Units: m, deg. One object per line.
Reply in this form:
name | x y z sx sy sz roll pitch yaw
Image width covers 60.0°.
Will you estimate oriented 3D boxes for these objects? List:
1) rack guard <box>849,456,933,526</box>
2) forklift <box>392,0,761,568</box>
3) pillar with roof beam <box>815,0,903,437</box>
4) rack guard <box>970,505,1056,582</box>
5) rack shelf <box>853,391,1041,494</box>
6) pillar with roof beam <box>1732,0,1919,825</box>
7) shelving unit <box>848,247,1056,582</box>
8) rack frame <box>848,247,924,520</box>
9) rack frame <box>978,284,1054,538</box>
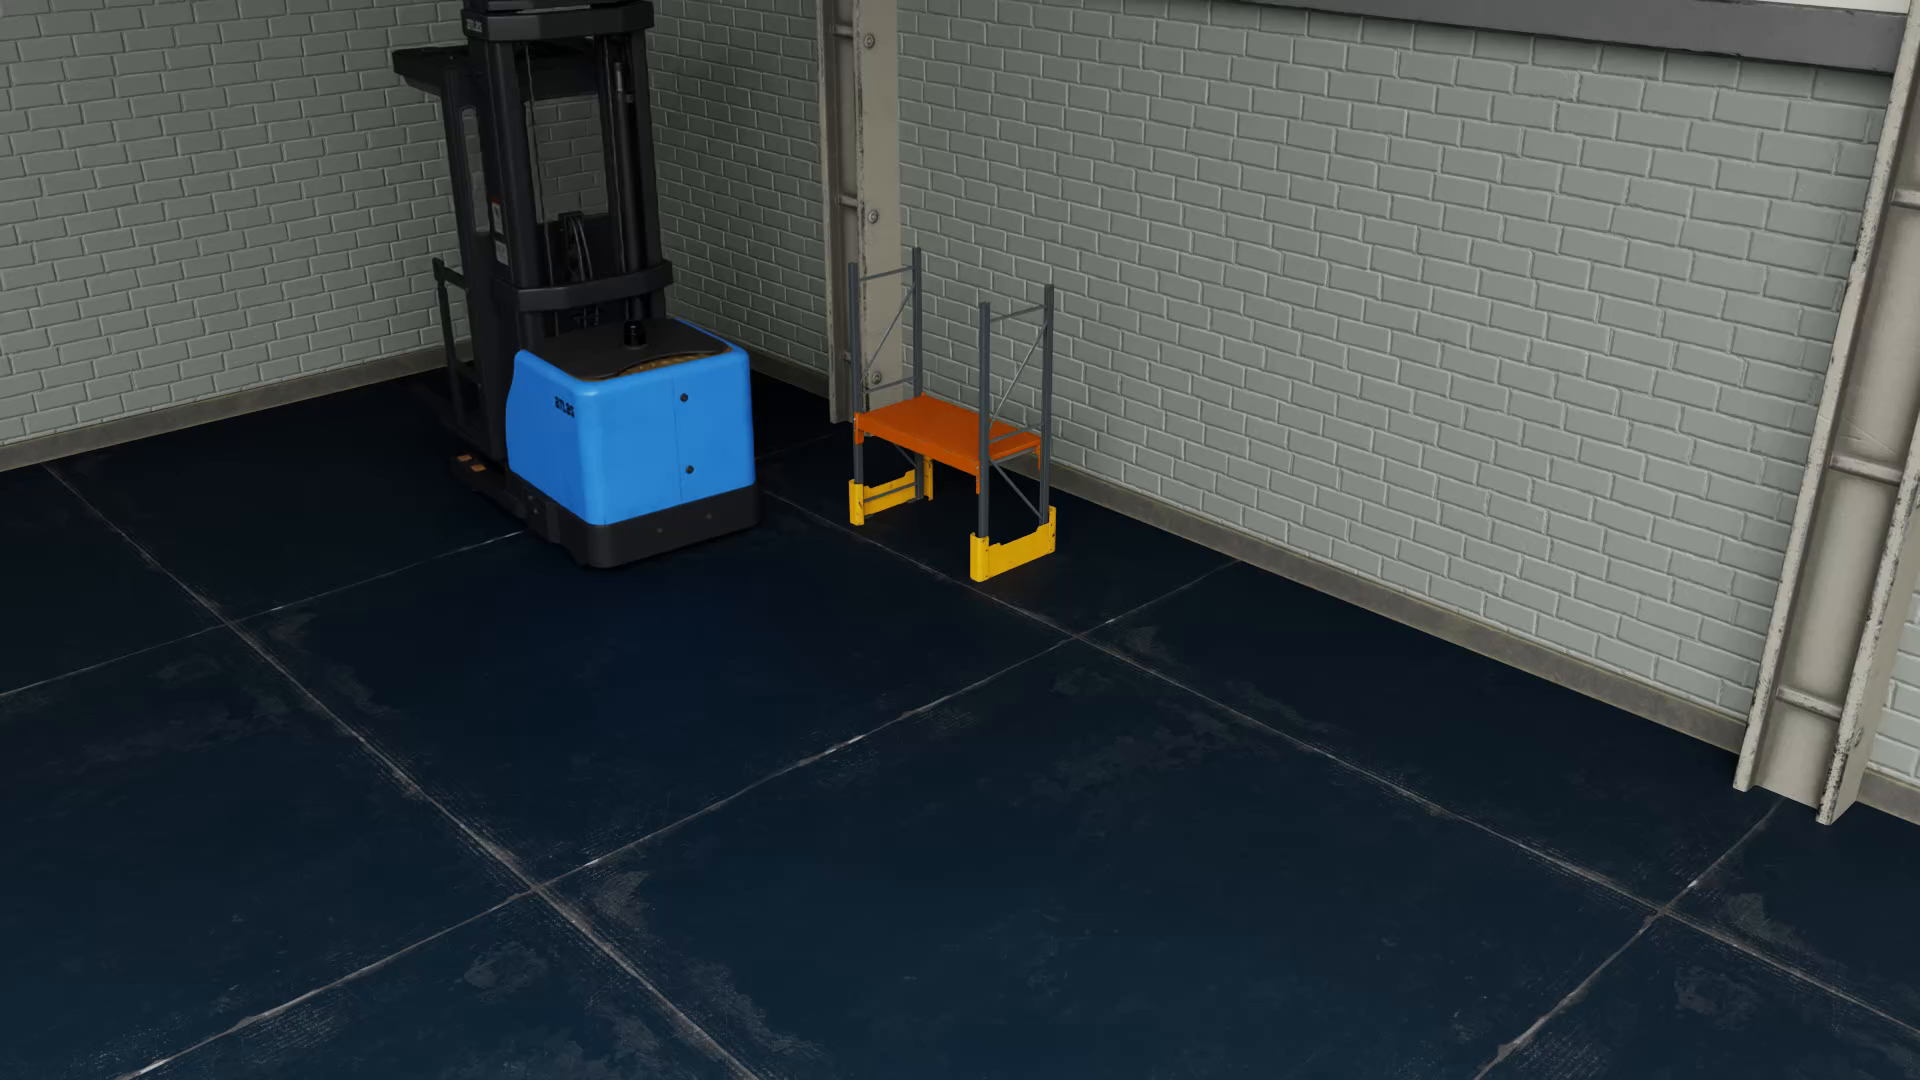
rack guard | -0.392 -0.288 9.579 0.587 0.250 0.087 -21 32 -38
forklift | -2.418 -1.731 9.512 1.130 2.935 3.031 -18 30 -34
pillar with roof beam | -3.756 -3.639 6.385 9.100 9.000 0.400 -21 32 -38
rack guard | 0.288 0.014 8.918 0.587 0.250 0.087 -21 32 -38
rack shelf | -0.058 -0.545 9.070 0.538 0.185 1.000 -21 32 -38
pillar with roof beam | 0.345 -1.821 2.400 9.100 9.000 0.400 -21 32 -38
shelving unit | -0.052 -0.705 8.989 0.587 1.500 1.083 -21 32 -38
rack frame | -0.406 -0.862 9.333 0.500 1.500 0.032 -21 32 -38
rack frame | 0.289 -0.554 8.658 0.500 1.500 0.032 -21 32 -38
